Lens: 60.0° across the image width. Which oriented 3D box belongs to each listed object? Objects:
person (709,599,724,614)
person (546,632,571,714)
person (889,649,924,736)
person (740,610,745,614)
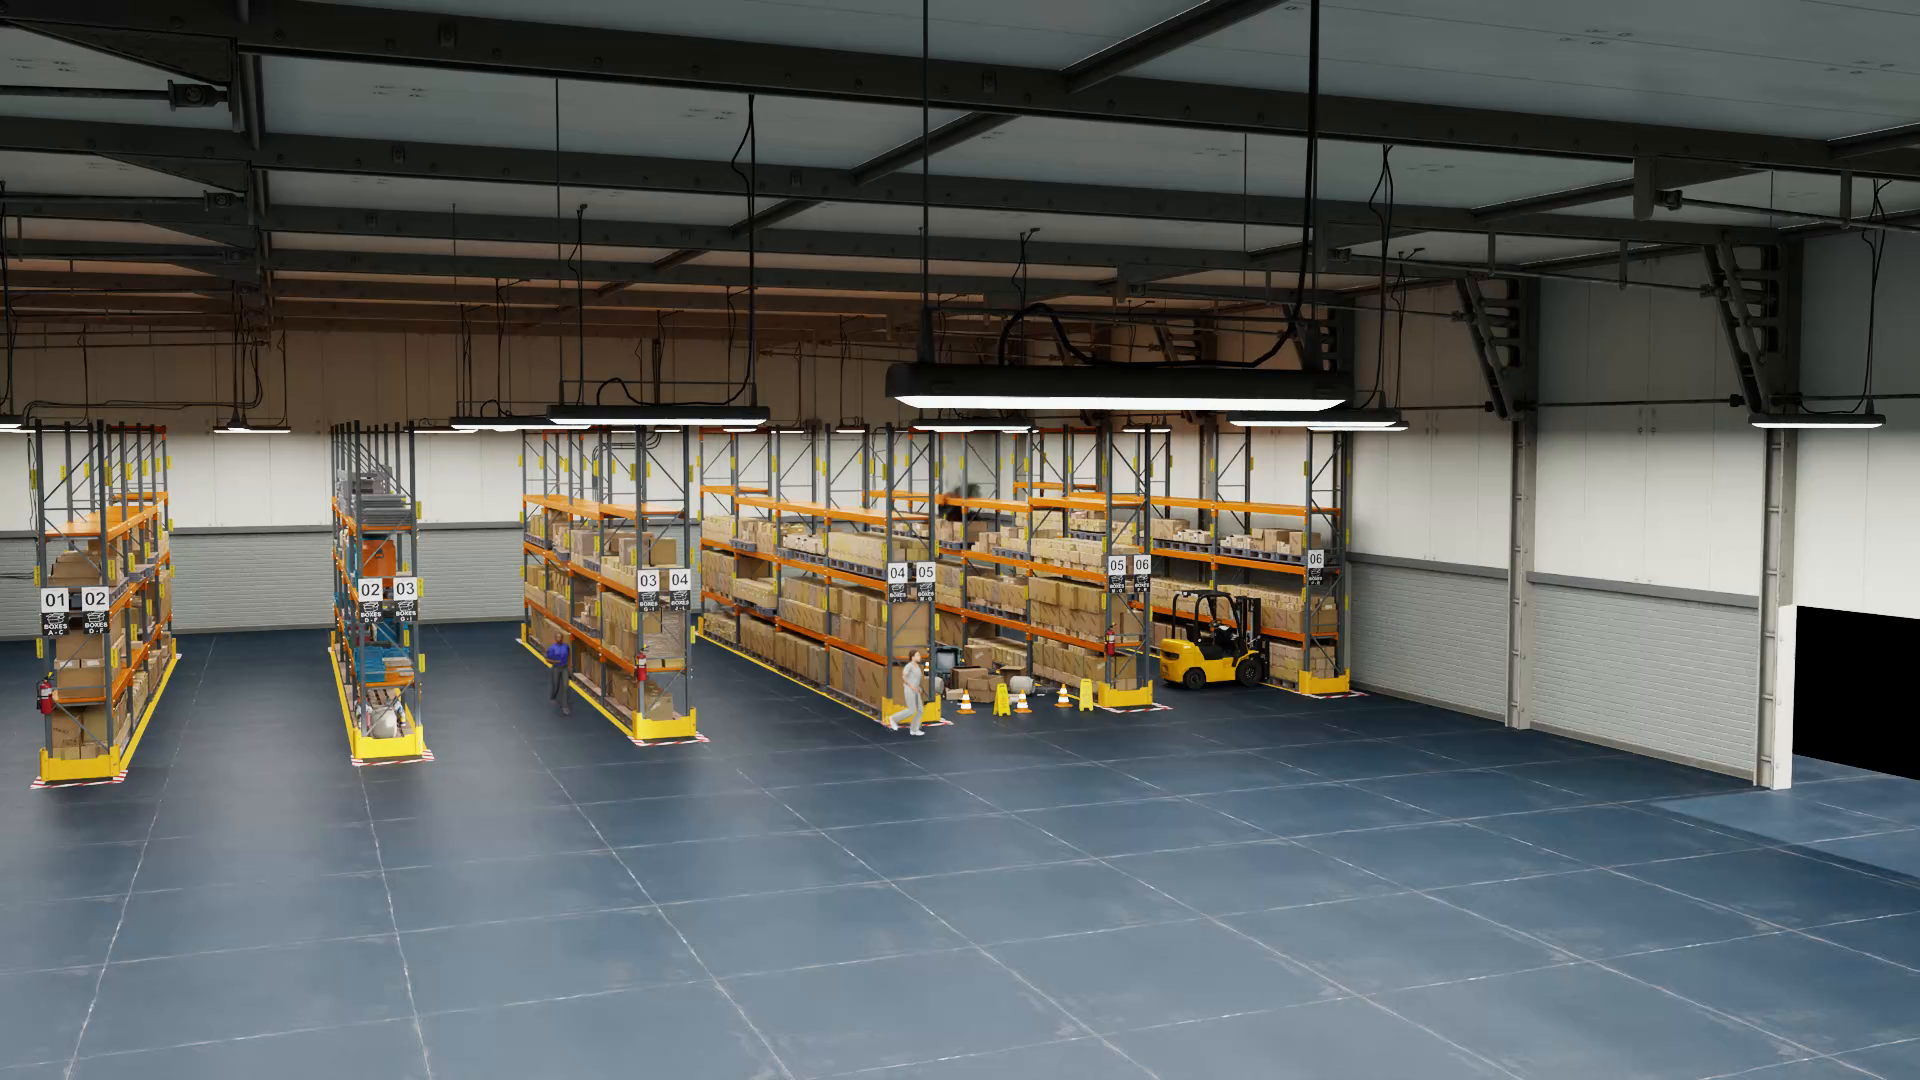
[{"bbox_3d":[-7.147,1.827,49.501,0.808,1.677,0.659,-2,4,-27],"label":"person"},{"bbox_3d":[-8.288,2.730,34.416,0.579,1.657,0.923,-2,4,-29],"label":"person"},{"bbox_3d":[-0.992,2.911,31.944,0.707,1.642,0.600,1,4,15],"label":"person"},{"bbox_3d":[-6.642,1.796,49.733,0.538,1.636,0.725,2,4,28],"label":"person"}]
